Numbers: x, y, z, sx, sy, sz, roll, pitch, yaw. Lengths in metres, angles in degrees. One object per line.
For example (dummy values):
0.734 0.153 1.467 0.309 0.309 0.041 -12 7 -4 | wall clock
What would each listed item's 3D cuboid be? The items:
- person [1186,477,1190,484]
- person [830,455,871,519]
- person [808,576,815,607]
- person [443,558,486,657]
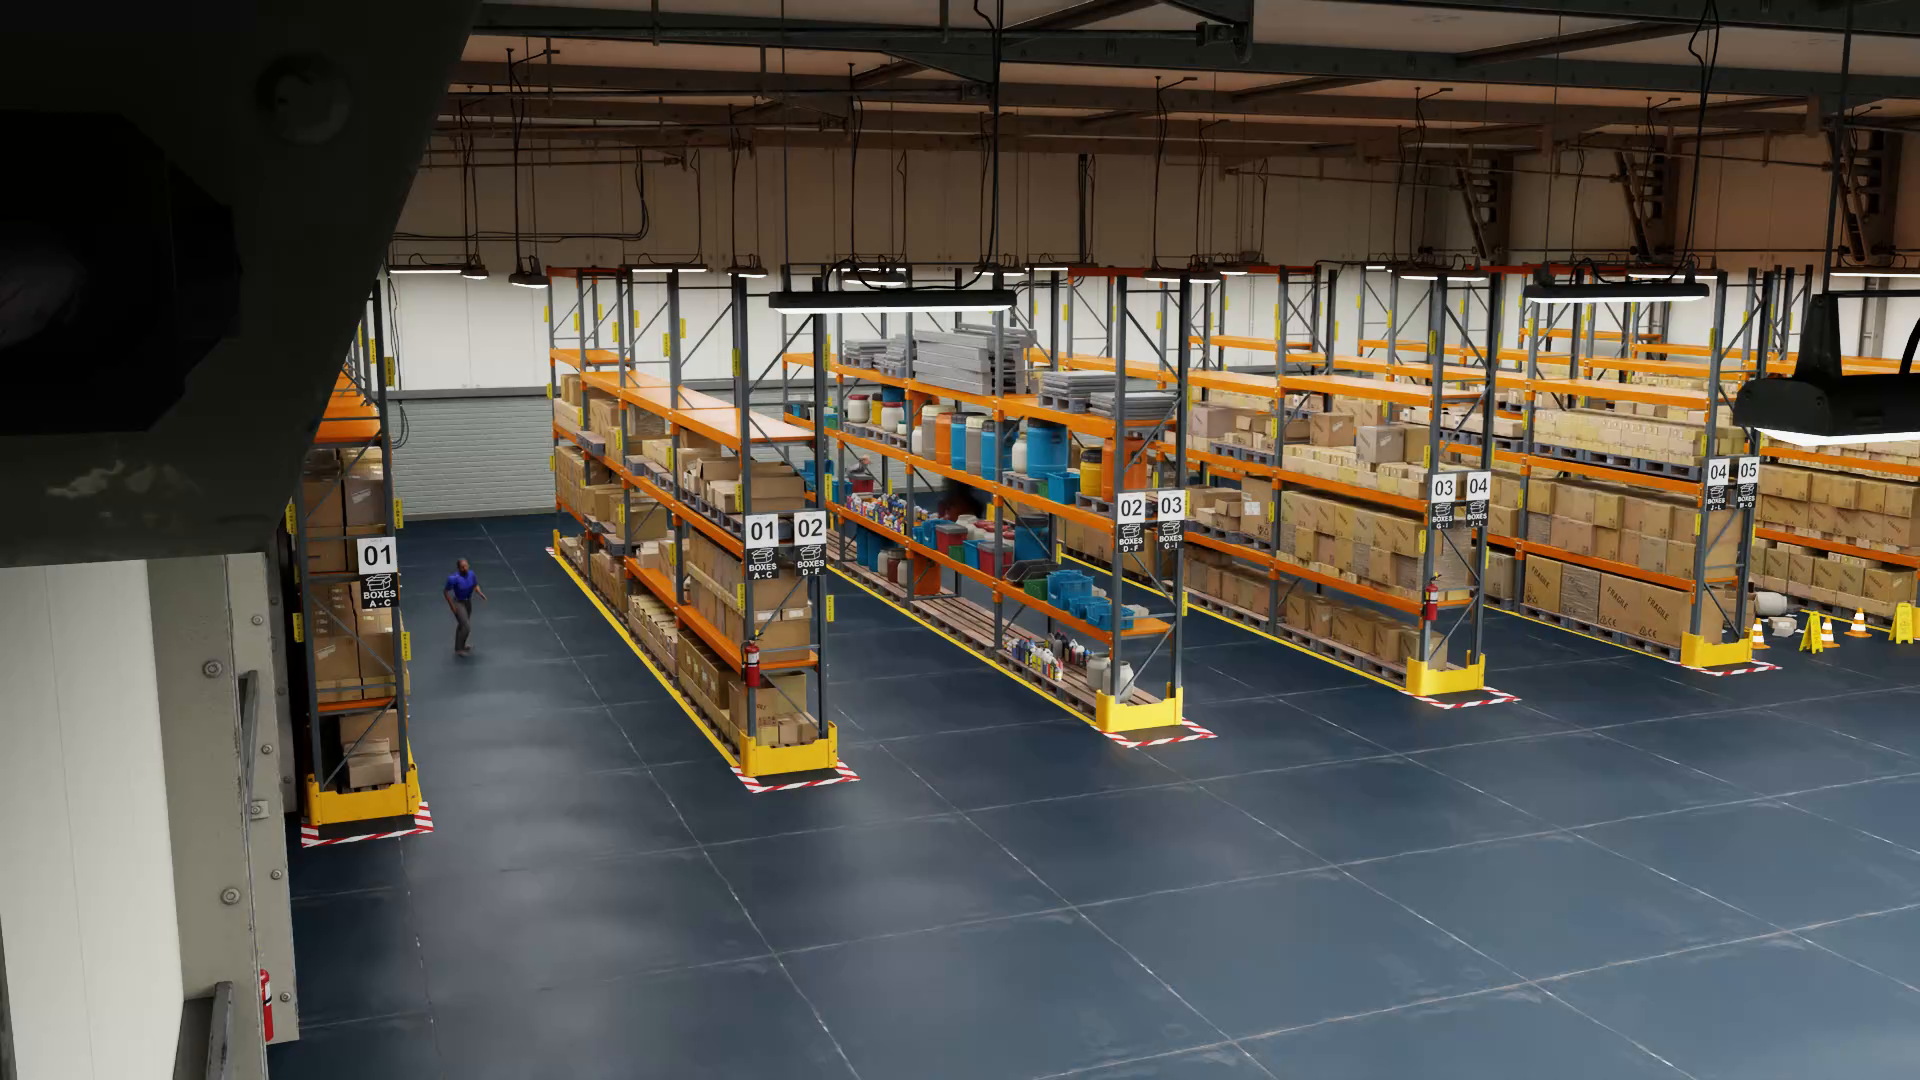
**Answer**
4.642 -0.486 34.587 0.593 1.736 0.896 -3 10 -15 | person
-2.635 -1.246 39.400 1.065 1.551 0.644 0 10 -3 | person
-2.620 0.315 28.593 0.541 1.626 0.668 -3 10 -17 | person
-7.810 1.046 26.262 0.769 1.586 0.616 4 11 21 | person
